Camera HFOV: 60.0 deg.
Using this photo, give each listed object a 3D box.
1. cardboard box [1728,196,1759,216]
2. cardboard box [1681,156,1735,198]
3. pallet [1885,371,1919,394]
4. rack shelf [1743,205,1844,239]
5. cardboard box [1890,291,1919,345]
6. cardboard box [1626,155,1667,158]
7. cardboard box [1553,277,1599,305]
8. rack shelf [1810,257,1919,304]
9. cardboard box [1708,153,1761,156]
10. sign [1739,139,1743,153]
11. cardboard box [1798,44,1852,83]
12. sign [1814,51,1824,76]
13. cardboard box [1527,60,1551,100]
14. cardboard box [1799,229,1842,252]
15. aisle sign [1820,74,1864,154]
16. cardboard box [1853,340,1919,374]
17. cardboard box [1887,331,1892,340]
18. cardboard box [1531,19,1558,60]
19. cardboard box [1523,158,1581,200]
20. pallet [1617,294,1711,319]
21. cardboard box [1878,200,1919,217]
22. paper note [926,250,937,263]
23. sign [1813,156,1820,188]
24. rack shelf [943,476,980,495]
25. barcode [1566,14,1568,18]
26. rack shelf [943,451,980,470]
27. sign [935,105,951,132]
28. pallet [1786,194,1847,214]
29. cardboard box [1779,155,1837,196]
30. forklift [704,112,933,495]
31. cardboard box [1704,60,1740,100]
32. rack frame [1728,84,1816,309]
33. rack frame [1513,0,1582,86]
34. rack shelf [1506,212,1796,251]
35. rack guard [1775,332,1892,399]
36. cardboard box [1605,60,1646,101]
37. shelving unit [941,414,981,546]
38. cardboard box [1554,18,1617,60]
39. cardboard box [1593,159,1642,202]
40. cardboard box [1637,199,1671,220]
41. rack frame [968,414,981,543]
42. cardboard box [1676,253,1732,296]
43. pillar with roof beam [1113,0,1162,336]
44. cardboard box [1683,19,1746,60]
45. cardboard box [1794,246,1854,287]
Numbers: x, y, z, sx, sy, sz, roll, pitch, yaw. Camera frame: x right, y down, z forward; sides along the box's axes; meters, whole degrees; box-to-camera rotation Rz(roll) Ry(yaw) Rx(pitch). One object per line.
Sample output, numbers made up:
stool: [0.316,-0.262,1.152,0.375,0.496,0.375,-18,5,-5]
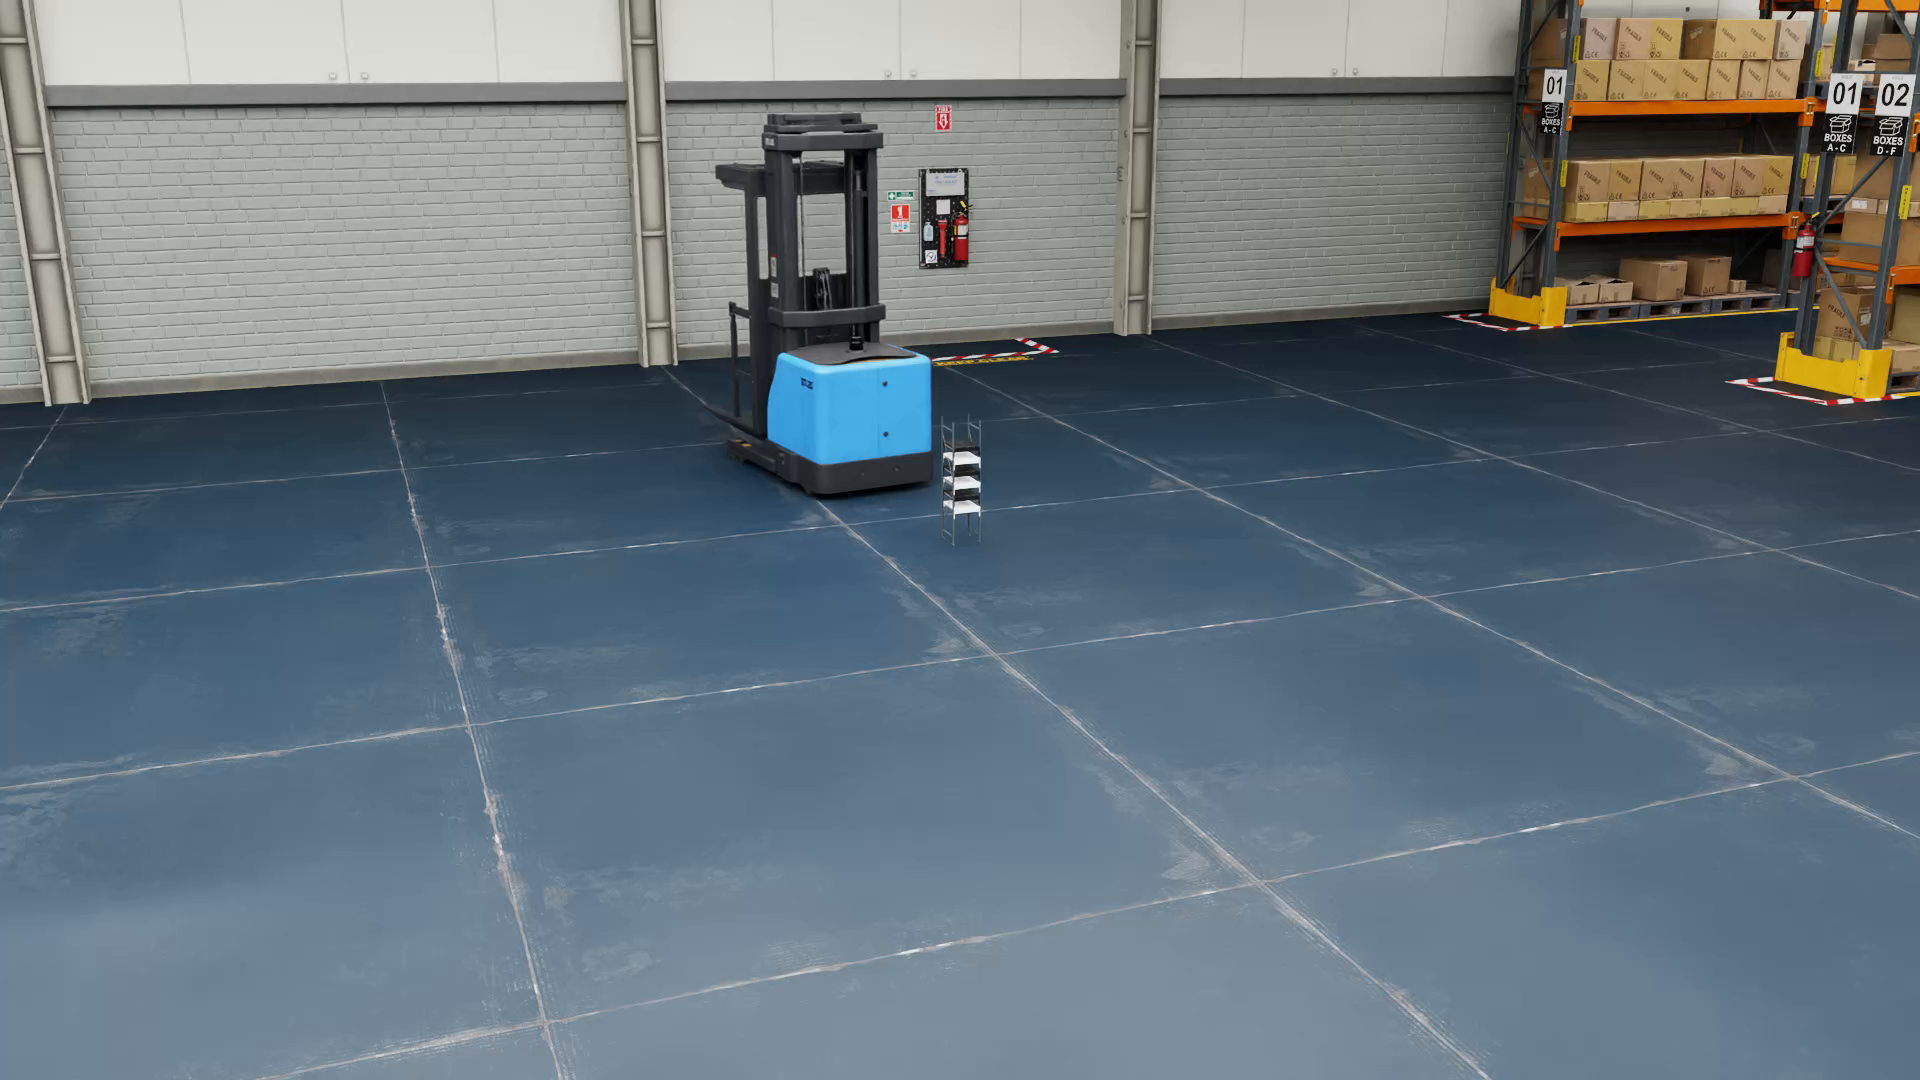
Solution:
cardboard box: [10.361,-4.521,22.400,0.500,0.250,0.500,-6,17,-20]
cardboard box: [9.894,-4.827,22.113,0.500,0.500,0.500,-7,18,-22]
pallet: [9.903,-1.803,17.862,1.213,0.211,1.003,-6,17,-20]
rack shelf: [13.031,-4.615,23.768,4.000,0.370,1.077,-6,17,-20]
cardboard box: [10.251,-2.341,17.550,0.500,0.500,0.500,-6,17,-20]
cardboard box: [9.217,-4.909,22.389,0.500,0.500,0.500,-6,17,-19]
cardboard box: [8.106,-3.323,22.080,0.500,0.311,0.500,-8,18,-26]
rack shelf: [11.072,-2.909,17.957,4.000,0.370,1.077,-6,17,-20]
cardboard box: [10.650,-5.064,22.918,0.500,0.500,0.500,-7,18,-21]
sign: [10.961,-5.460,23.313,0.005,0.325,0.100,-6,17,-20]
cardboard box: [11.703,-6.482,22.600,0.500,0.500,0.500,-4,17,-12]
sign: [11.365,-6.304,22.001,0.005,0.325,0.100,-6,17,-20]
cardboard box: [7.727,-5.961,21.537,0.500,0.500,0.500,-5,17,-16]
cardboard box: [12.255,-4.254,23.586,0.500,0.250,0.500,-7,18,-21]
aisle sign: [9.038,-4.370,17.044,0.004,0.787,0.394,-6,17,-20]
cardboard box: [9.785,-1.930,17.482,0.500,0.250,0.500,-6,17,-20]
cardboard box: [10.062,-2.120,18.129,0.500,0.250,0.500,-6,17,-20]
cardboard box: [7.737,-6.444,21.408,0.500,0.500,0.500,-5,17,-18]
cardboard box: [7.792,-4.756,21.871,0.500,0.500,0.500,-6,18,-21]
pallet: [9.408,-3.220,22.688,1.213,0.211,1.003,-6,17,-20]
cardboard box: [9.648,-3.395,17.006,0.250,0.149,0.380,-6,18,-20]
paper note: [-0.342,-3.387,19.873,0.142,0.148,0.016,-6,17,-20]
sign: [9.023,-3.866,17.464,0.005,0.325,0.100,-6,17,-20]
rack shelf: [0.008,-0.401,11.984,0.200,0.077,0.258,-6,17,-20]
barcode: [7.912,-6.813,21.636,0.075,0.075,0.001,-6,17,-20]
rack shelf: [0.008,-0.573,11.933,0.200,0.077,0.258,-6,17,-20]
sign: [-0.195,-4.947,19.507,0.199,0.298,0.001,-6,17,-20]
pallet: [11.929,-4.705,23.139,1.213,0.211,1.003,-6,17,-20]
cardboard box: [11.651,-5.060,23.048,0.500,0.500,0.700,-6,17,-20]
forklift: [-1.376,-2.130,14.150,1.130,2.935,3.031,-9,19,-28]
cardboard box: [9.800,-6.026,21.759,0.500,0.500,0.500,-7,18,-22]
rack frame: [11.163,-4.759,22.980,0.127,3.000,1.000,-6,17,-20]
rack frame: [7.428,-7.234,20.761,0.127,3.000,1.000,-6,17,-20]
rack shelf: [9.296,-4.212,22.394,4.000,0.370,1.077,-6,17,-20]
rack guard: [9.182,-1.851,17.513,0.348,0.500,1.175,-6,17,-20]
cardboard box: [8.344,-5.865,21.210,0.500,0.500,0.500,-5,17,-16]
shelving unit: [0.008,-0.433,11.974,0.210,0.900,0.258,-6,17,-20]
cardboard box: [7.875,-6.307,20.941,0.500,0.500,0.500,-8,18,-24]
cardboard box: [8.447,-4.669,21.574,0.500,0.500,0.500,-6,17,-20]
cardboard box: [8.955,-4.365,21.868,0.500,0.250,0.500,-6,18,-21]
rack frame: [0.103,-0.443,12.009,0.006,0.900,0.240,-6,17,-20]
cardboard box: [10.209,-3.655,22.878,0.500,0.500,0.500,-8,18,-24]
pillar with roof beam: [3.710,-5.794,15.859,0.400,9.000,9.100,-6,17,-20]
cardboard box: [9.801,-6.500,21.598,0.500,0.500,0.500,-7,18,-22]
cardboard box: [12.309,-3.914,23.760,0.500,0.500,0.700,-7,18,-21]
